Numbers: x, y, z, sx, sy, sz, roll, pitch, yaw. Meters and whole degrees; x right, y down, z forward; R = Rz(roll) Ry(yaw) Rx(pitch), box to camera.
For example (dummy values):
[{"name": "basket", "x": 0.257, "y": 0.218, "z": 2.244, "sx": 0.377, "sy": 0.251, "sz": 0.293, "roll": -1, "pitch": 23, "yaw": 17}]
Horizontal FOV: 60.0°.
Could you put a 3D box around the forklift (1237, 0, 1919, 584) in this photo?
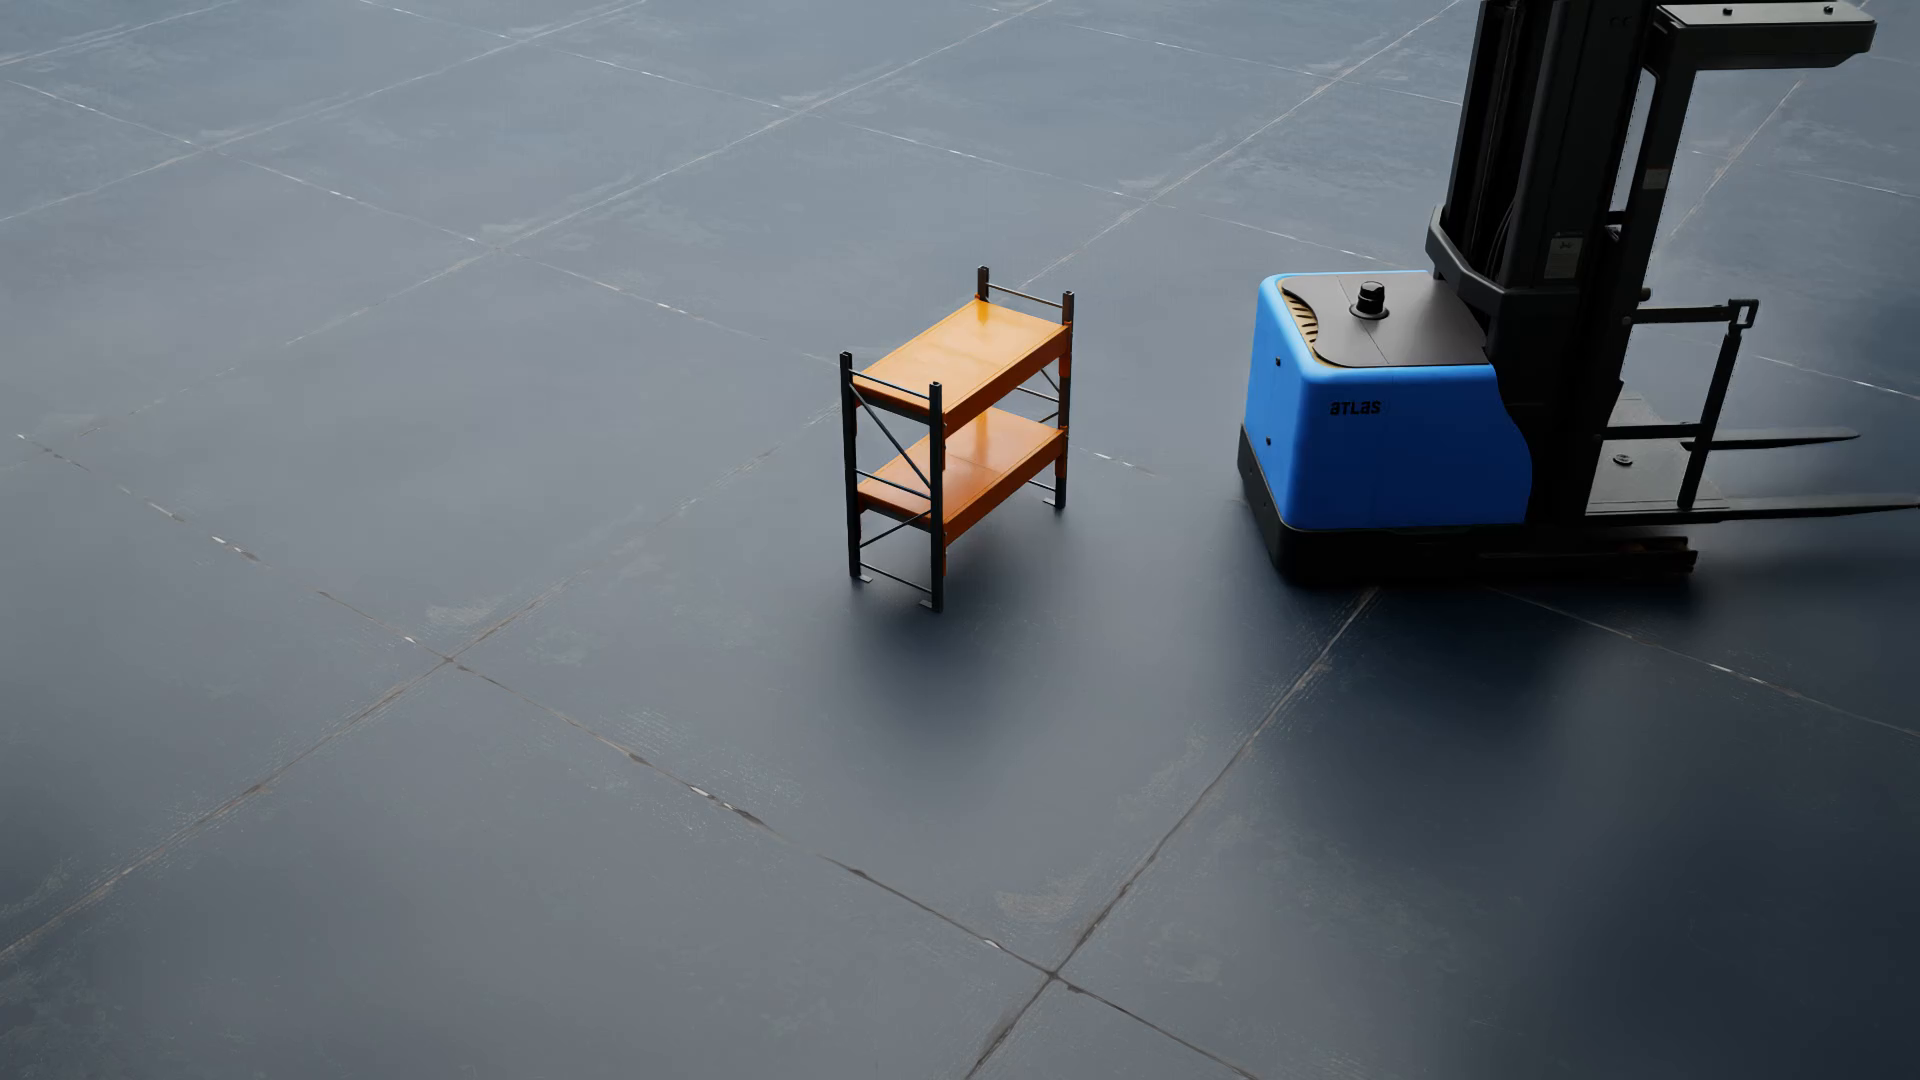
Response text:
[{"name": "forklift", "x": 2.898, "y": -1.333, "z": 7.104, "sx": 3.031, "sy": 2.935, "sz": 1.130, "roll": -2, "pitch": 34, "yaw": -3}]

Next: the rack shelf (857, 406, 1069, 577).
[{"name": "rack shelf", "x": 0.004, "y": -0.267, "z": 7.576, "sx": 0.538, "sy": 0.278, "sz": 1.000, "roll": 21, "pitch": 39, "yaw": 28}]

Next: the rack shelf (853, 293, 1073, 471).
[{"name": "rack shelf", "x": 0.004, "y": -0.712, "z": 7.276, "sx": 0.538, "sy": 0.278, "sz": 1.000, "roll": 21, "pitch": 39, "yaw": 28}]

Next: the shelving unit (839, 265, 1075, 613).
[{"name": "shelving unit", "x": 0.004, "y": -0.469, "z": 7.439, "sx": 0.538, "sy": 1.125, "sz": 1.048, "roll": 21, "pitch": 39, "yaw": 28}]

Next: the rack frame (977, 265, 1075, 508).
[{"name": "rack frame", "x": 0.294, "y": -0.703, "z": 7.785, "sx": 0.500, "sy": 1.125, "sz": 0.032, "roll": 21, "pitch": 39, "yaw": 28}]

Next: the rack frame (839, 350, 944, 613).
[{"name": "rack frame", "x": -0.286, "y": -0.235, "z": 7.094, "sx": 0.500, "sy": 1.125, "sz": 0.032, "roll": 21, "pitch": 39, "yaw": 28}]
